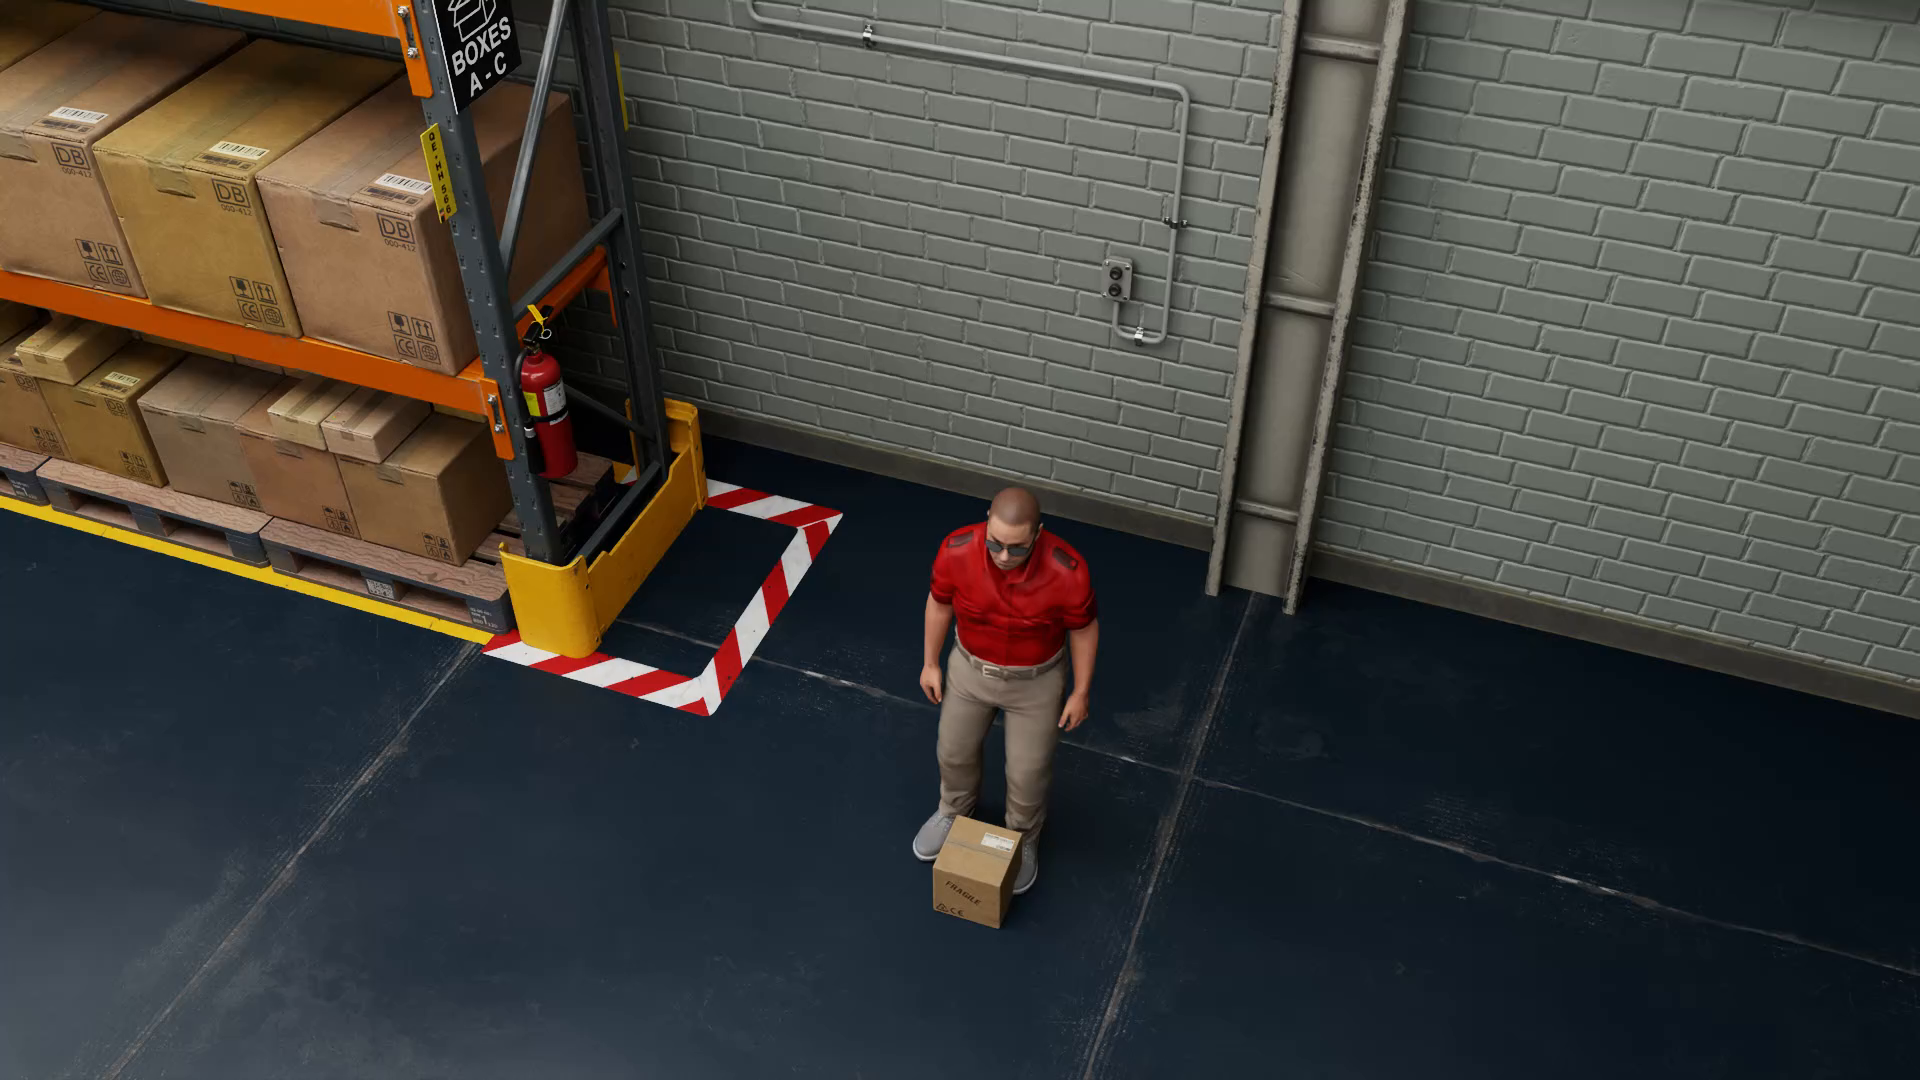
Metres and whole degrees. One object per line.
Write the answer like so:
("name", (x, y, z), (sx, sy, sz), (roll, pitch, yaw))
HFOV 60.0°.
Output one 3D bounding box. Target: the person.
("person", (0.145, 0.484, 5.618), (0.606, 1.726, 0.435), (11, 42, 12))
